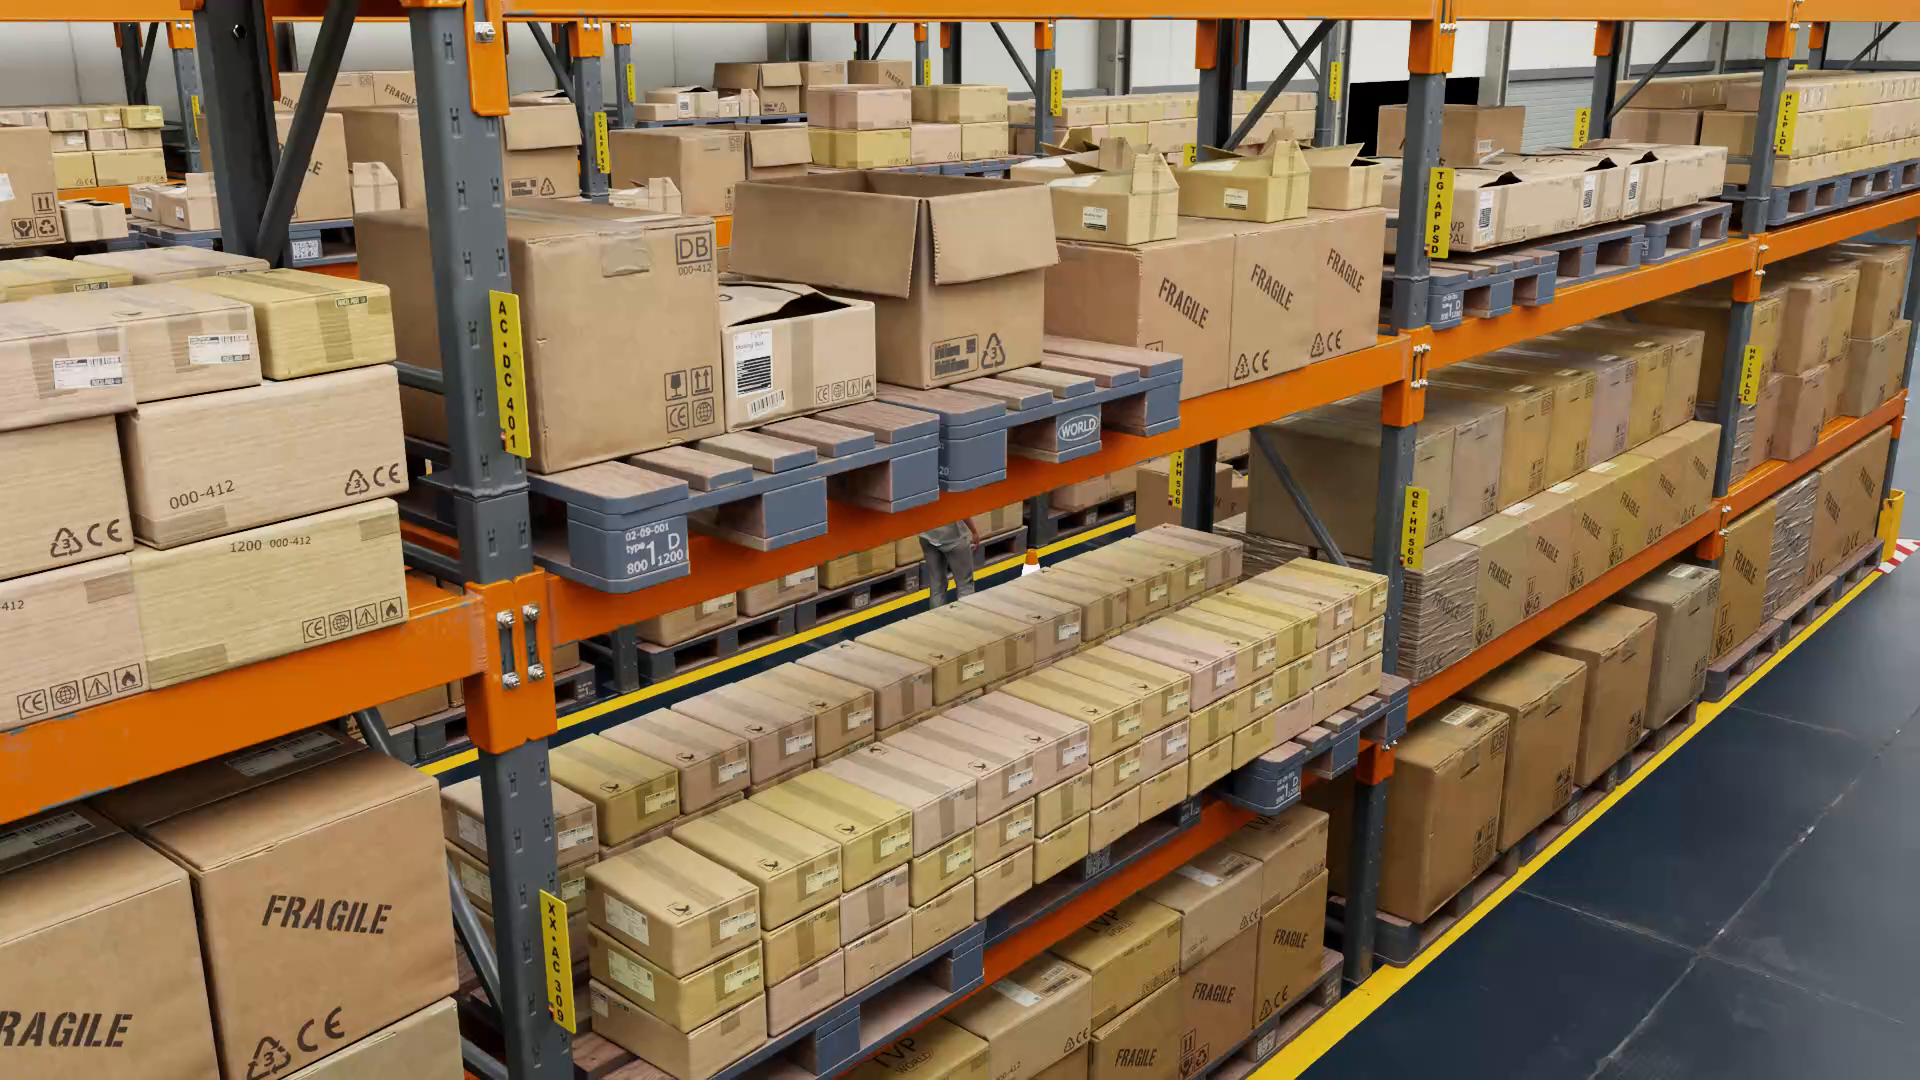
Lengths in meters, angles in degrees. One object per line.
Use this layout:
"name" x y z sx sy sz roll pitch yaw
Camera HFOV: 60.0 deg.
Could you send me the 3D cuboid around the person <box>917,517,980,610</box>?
"person" -0.047 -0.032 10.678 0.519 1.571 0.474 15 23 39
